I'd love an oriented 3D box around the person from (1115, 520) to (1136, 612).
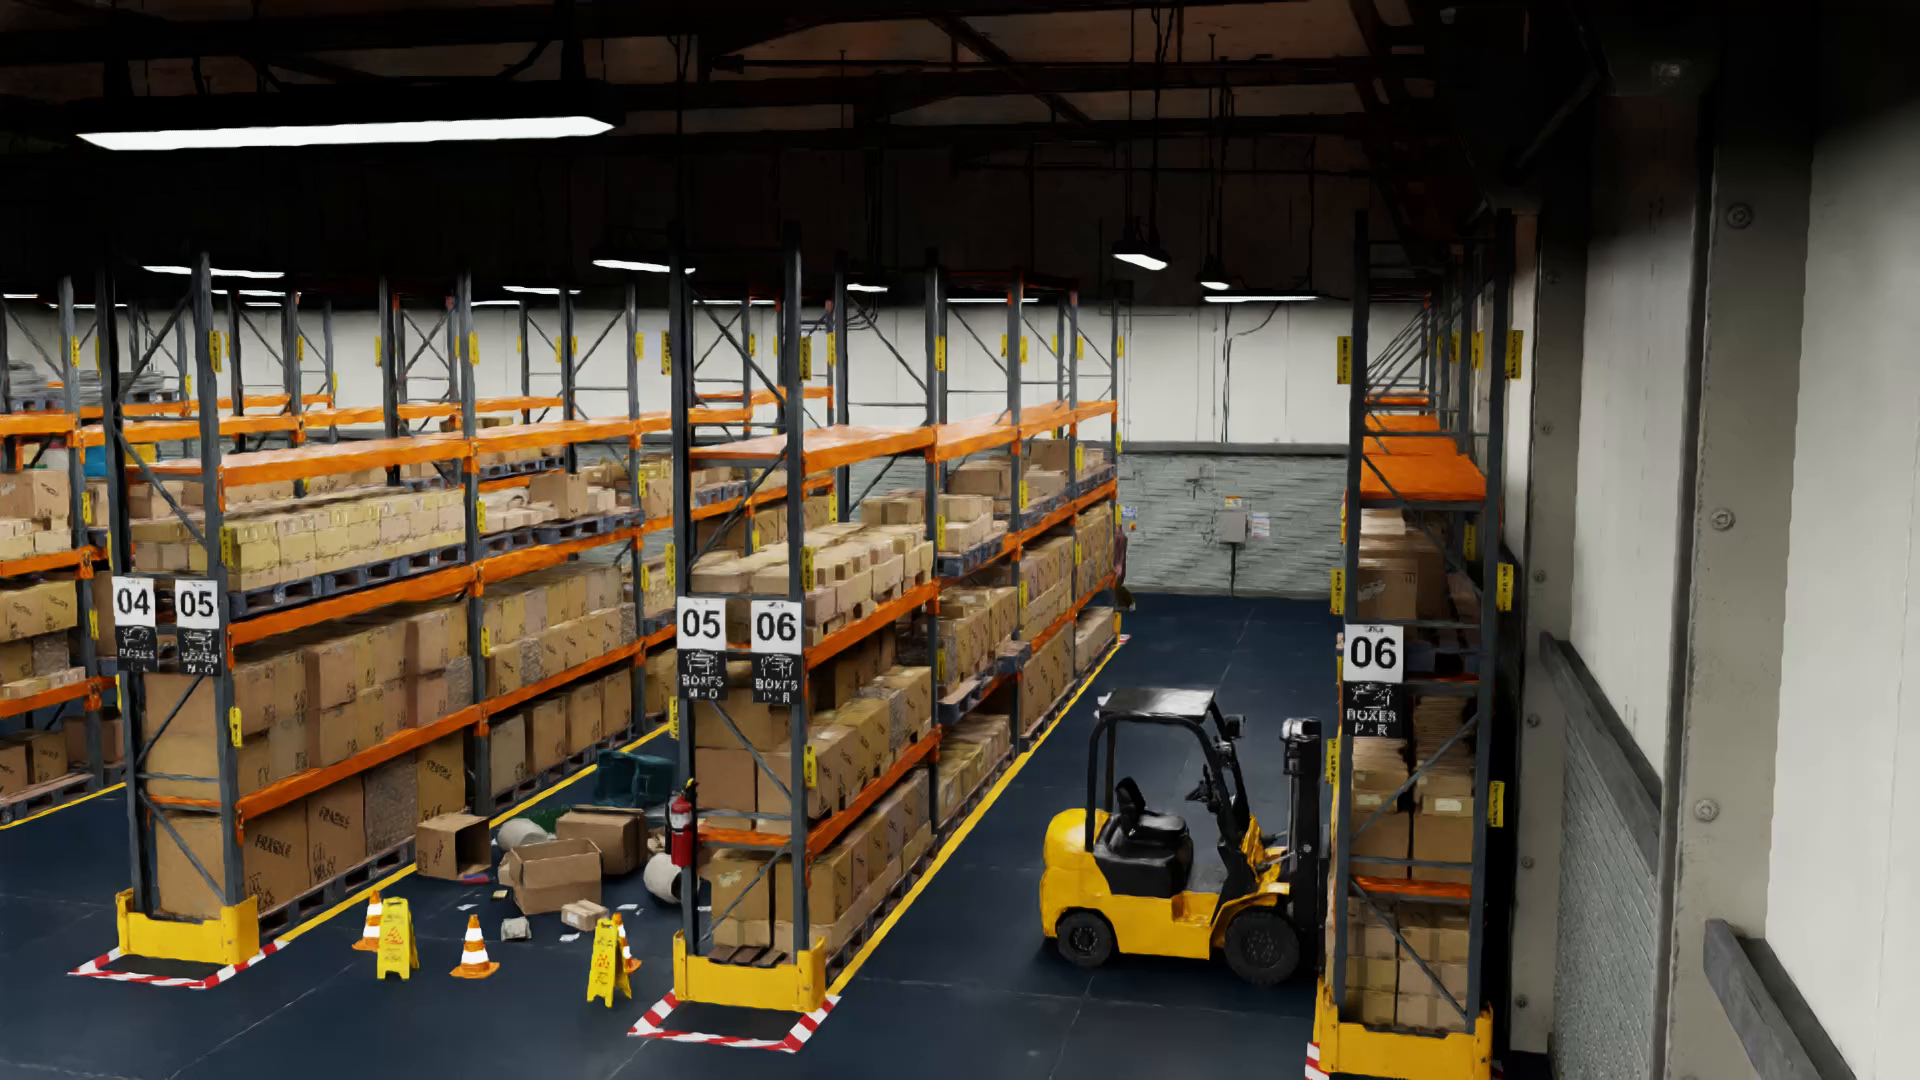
[{"bbox_3d":[3.028,0.474,31.192,0.526,1.770,0.753,-2,7,-16],"label":"person"}]
